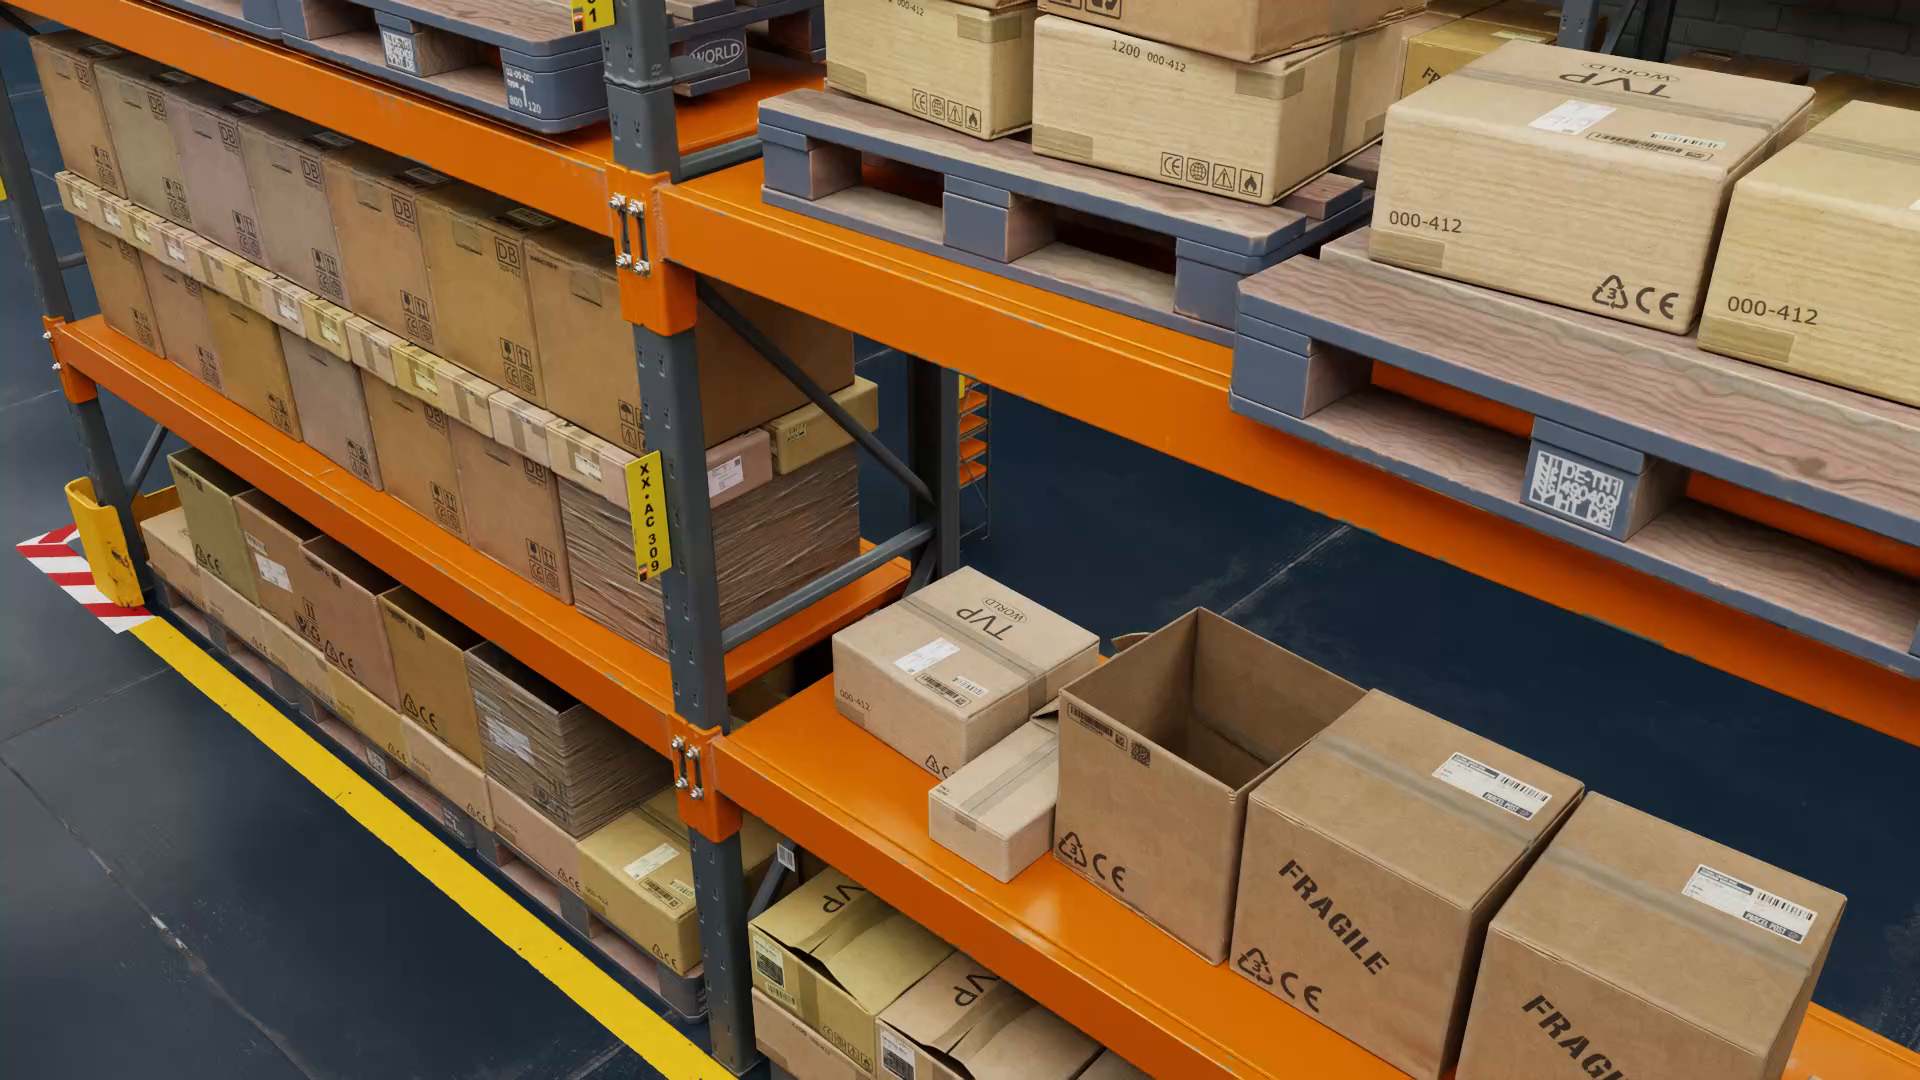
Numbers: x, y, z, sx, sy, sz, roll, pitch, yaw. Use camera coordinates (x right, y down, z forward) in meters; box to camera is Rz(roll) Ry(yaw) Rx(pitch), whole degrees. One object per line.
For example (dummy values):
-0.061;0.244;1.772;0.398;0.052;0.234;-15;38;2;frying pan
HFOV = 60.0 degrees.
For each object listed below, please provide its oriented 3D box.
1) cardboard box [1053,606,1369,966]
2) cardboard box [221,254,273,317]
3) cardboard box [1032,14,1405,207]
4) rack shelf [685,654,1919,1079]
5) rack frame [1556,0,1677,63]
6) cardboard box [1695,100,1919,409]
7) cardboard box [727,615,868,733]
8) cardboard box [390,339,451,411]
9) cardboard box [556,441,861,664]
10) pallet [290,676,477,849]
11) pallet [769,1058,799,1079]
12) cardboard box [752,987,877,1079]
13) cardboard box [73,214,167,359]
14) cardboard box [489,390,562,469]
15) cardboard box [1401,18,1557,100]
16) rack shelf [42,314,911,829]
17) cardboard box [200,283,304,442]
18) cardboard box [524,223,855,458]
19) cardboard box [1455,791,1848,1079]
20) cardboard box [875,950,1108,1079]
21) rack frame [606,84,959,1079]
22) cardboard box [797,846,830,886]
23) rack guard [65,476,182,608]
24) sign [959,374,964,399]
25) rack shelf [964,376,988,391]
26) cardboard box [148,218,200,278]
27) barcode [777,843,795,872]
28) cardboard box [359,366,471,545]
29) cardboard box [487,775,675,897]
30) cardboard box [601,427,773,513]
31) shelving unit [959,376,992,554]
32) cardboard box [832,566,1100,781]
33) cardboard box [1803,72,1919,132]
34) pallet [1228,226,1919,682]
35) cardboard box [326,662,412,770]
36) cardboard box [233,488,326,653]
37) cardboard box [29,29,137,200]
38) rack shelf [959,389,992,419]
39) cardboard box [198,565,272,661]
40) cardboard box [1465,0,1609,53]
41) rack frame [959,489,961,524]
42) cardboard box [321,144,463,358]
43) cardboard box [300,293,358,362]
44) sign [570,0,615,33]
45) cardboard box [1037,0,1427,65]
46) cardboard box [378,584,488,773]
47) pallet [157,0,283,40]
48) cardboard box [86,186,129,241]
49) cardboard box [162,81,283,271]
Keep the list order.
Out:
0.569;0.549;3.833;0.500;0.500;0.500;-26;40;-36;cardboard box
-2.243;-0.905;5.619;0.250;0.149;0.380;24;39;35;cardboard box
0.480;-0.858;3.096;0.500;0.250;0.500;21;37;31;cardboard box
1.103;1.138;3.650;4.000;0.370;1.077;25;39;35;rack shelf
2.942;-1.758;7.763;0.127;3.000;1.000;25;39;35;rack frame
1.395;-0.392;2.322;0.500;0.250;0.500;24;39;34;cardboard box
-0.513;0.534;5.487;0.500;0.500;0.500;25;39;35;cardboard box
-1.478;-0.549;5.027;0.250;0.149;0.380;25;39;35;cardboard box
-0.713;-0.057;4.839;0.500;0.500;0.700;24;38;34;cardboard box
-1.850;0.618;6.518;1.213;0.211;1.003;25;39;35;pallet
0.193;1.572;4.934;1.213;0.211;1.003;25;39;35;pallet
-0.247;1.370;4.825;0.500;0.250;0.500;24;38;34;cardboard box
-3.008;-1.124;6.611;0.500;0.500;0.700;25;39;35;cardboard box
-1.103;-0.372;4.733;0.250;0.149;0.380;24;38;34;cardboard box
2.384;-2.069;7.678;0.500;0.500;0.500;25;39;35;cardboard box
-1.863;-0.247;5.949;4.000;0.370;1.077;25;39;35;rack shelf
-2.251;-0.770;6.023;0.500;0.500;0.700;25;39;35;cardboard box
-0.713;-0.613;4.504;0.500;0.500;0.700;25;39;35;cardboard box
1.331;0.904;3.243;0.500;0.500;0.500;23;38;33;cardboard box
0.127;1.309;4.383;0.500;0.311;0.500;25;39;35;cardboard box
-0.380;0.137;4.614;0.127;3.000;1.000;25;39;35;rack frame
-0.520;0.859;5.674;0.500;0.250;0.500;25;39;35;cardboard box
-3.363;-0.185;7.572;0.348;0.500;1.175;25;39;35;rack guard
-0.023;-0.536;4.686;0.005;0.325;0.100;25;39;35;sign
-0.011;-0.687;7.348;0.180;0.103;0.258;25;39;35;rack shelf
-2.632;-1.084;5.917;0.250;0.149;0.380;24;39;34;cardboard box
-0.470;0.856;4.486;0.075;0.075;0.001;25;39;35;barcode
-1.478;-0.412;5.429;0.500;0.500;0.700;26;39;36;cardboard box
-1.234;0.882;5.636;0.500;0.250;0.500;25;39;35;cardboard box
-0.725;-0.196;4.441;0.250;0.149;0.380;25;39;35;cardboard box
-0.011;-0.519;7.449;0.189;1.200;0.258;25;39;35;shelving unit
0.015;0.355;4.397;0.500;0.250;0.500;-27;40;-37;cardboard box
3.706;-1.604;6.983;0.700;0.500;0.500;-25;39;-35;cardboard box
1.192;-0.269;2.564;1.213;0.211;1.003;27;40;37;pallet
-1.986;0.541;6.201;0.500;0.250;0.500;25;39;35;cardboard box
-2.346;0.041;6.306;0.500;0.500;0.500;25;39;35;cardboard box
-2.969;-1.661;6.246;0.500;0.500;0.700;25;39;35;cardboard box
-0.011;-0.584;7.410;0.180;0.103;0.258;25;39;35;rack shelf
-2.724;0.193;6.780;0.500;0.250;0.500;25;39;35;cardboard box
2.733;-2.267;8.006;0.500;0.500;0.500;24;38;34;cardboard box
-0.079;-0.551;7.501;0.006;1.200;0.240;25;39;35;rack frame
-1.459;-0.961;5.083;0.500;0.500;0.700;25;39;35;cardboard box
-1.864;-0.727;5.323;0.250;0.149;0.380;27;40;37;cardboard box
-0.751;-1.191;3.333;0.005;0.325;0.100;25;39;35;sign
0.489;-1.168;2.885;0.500;0.500;0.500;-25;39;-35;cardboard box
-1.606;0.388;5.729;0.500;0.500;0.500;25;39;35;cardboard box
-1.930;-1.818;5.038;1.213;0.211;1.003;25;39;35;pallet
-3.001;-1.259;6.208;0.250;0.149;0.380;24;38;34;cardboard box
-2.201;-1.307;5.658;0.500;0.500;0.700;25;39;35;cardboard box
